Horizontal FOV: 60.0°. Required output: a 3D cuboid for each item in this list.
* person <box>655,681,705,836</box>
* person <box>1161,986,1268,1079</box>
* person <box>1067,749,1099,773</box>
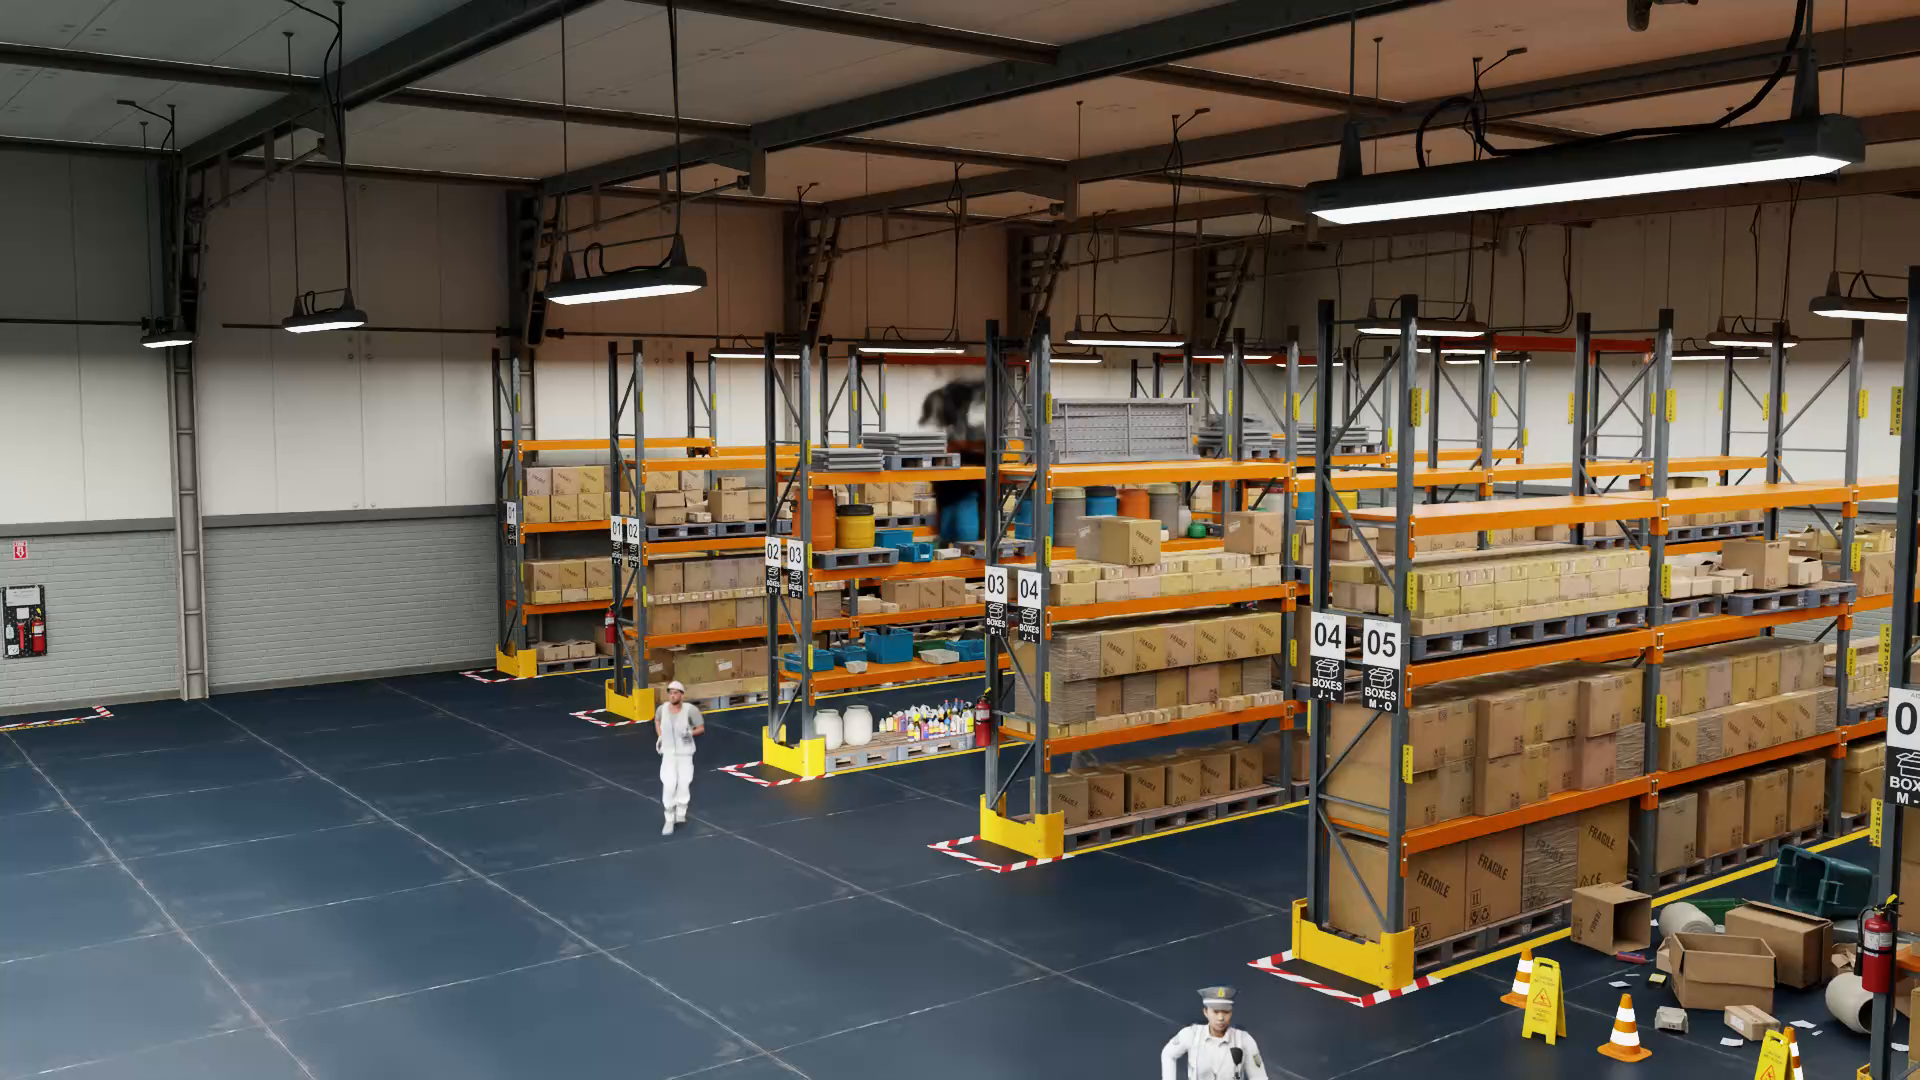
[{"bbox_3d":[-3.317,2.568,19.628,0.616,1.838,0.754,0,5,-2],"label":"person"},{"bbox_3d":[1.511,3.446,9.864,0.636,1.664,0.948,1,5,7],"label":"person"},{"bbox_3d":[1.569,2.469,21.867,0.531,1.513,0.833,5,7,44],"label":"person"}]
